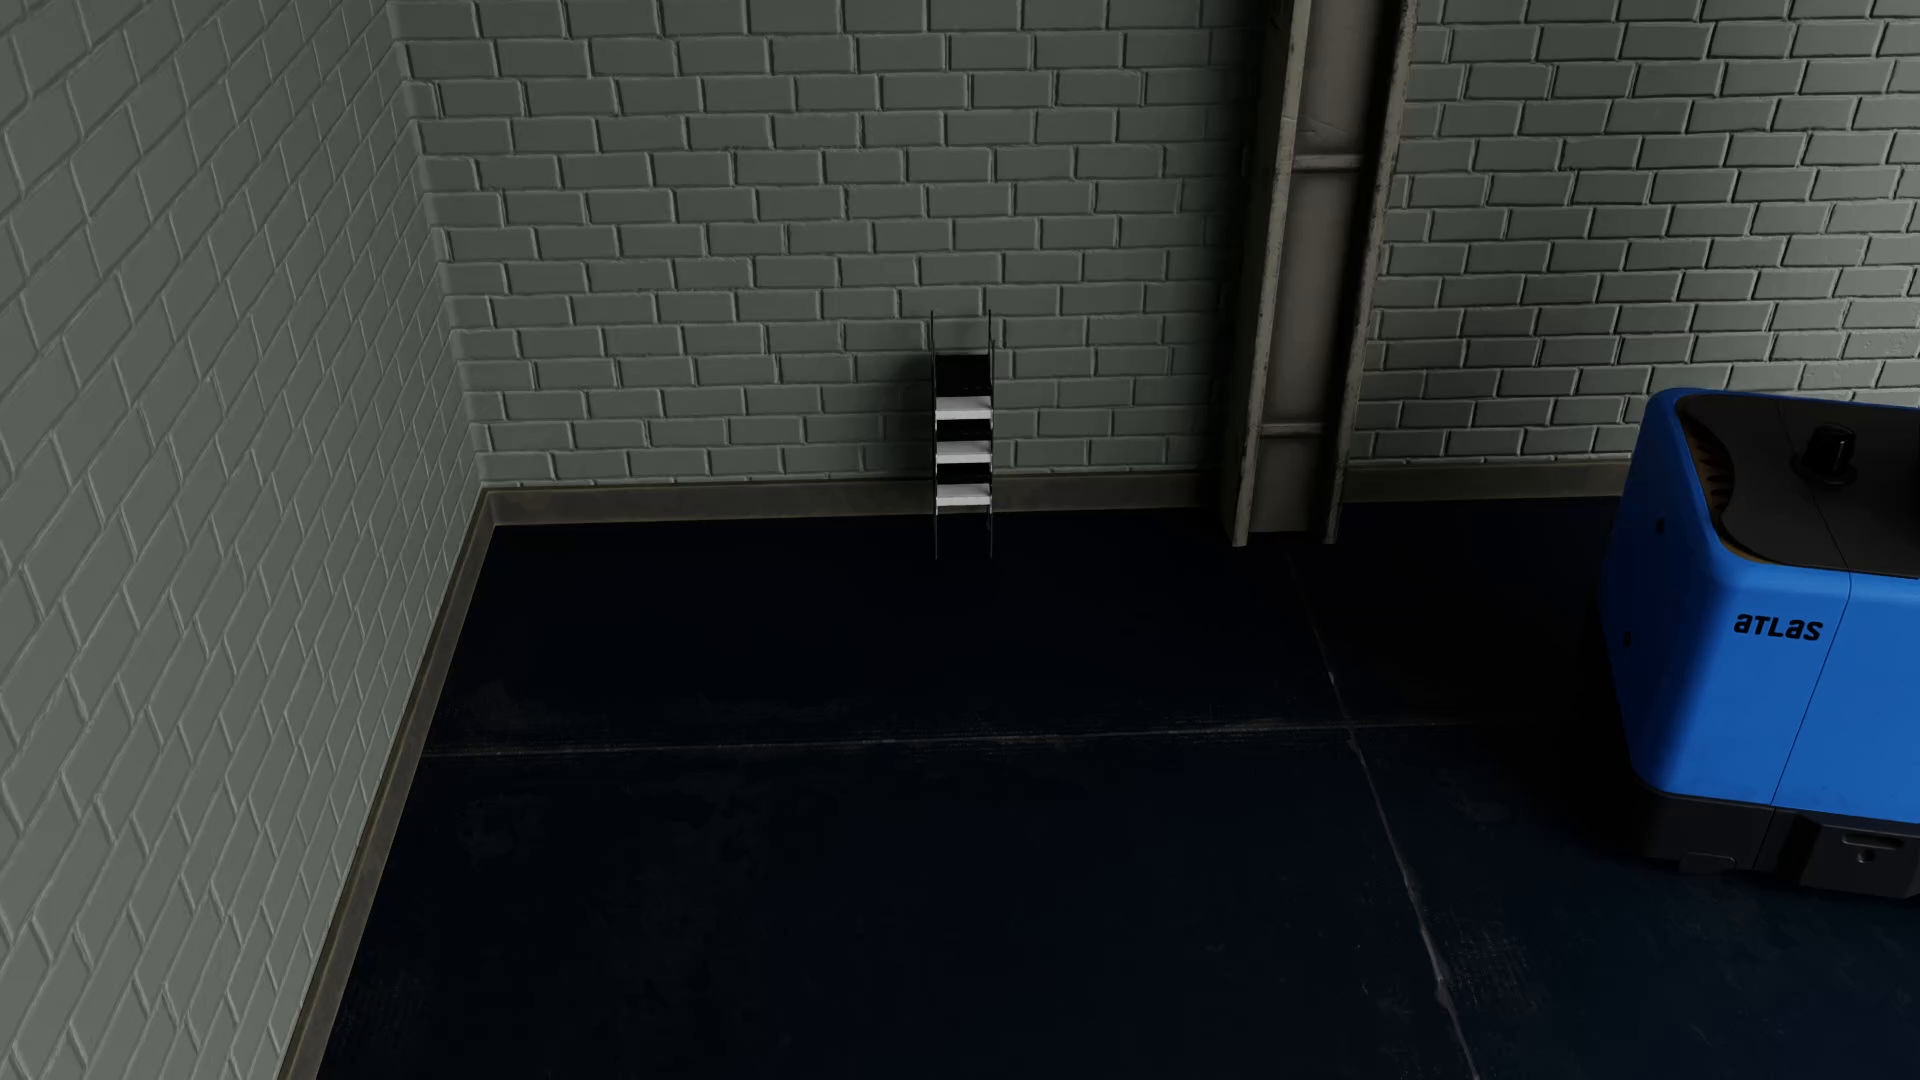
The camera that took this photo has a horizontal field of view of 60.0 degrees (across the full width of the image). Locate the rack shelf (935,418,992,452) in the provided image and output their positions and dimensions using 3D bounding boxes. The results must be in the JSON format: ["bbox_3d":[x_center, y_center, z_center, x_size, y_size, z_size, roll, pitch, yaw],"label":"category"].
[{"bbox_3d":[0.008,-0.417,5.962,0.200,0.077,0.258,-2,35,-2],"label":"rack shelf"}]

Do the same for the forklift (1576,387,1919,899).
[{"bbox_3d":[3.477,-0.373,4.214,3.031,2.935,1.130,6,35,9],"label":"forklift"}]

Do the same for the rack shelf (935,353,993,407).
[{"bbox_3d":[0.008,-0.565,5.860,0.200,0.077,0.258,-2,35,-2],"label":"rack shelf"}]

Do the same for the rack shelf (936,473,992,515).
[{"bbox_3d":[0.008,-0.195,6.116,0.200,0.077,0.258,-2,35,-2],"label":"rack shelf"}]

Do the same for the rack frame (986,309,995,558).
[{"bbox_3d":[0.110,-0.373,5.998,0.006,0.900,0.240,-2,35,-2],"label":"rack frame"}]

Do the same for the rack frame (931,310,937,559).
[{"bbox_3d":[-0.093,-0.367,5.990,0.006,0.900,0.240,-2,35,-2],"label":"rack frame"}]

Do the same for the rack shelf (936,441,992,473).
[{"bbox_3d":[0.008,-0.343,6.013,0.200,0.077,0.258,-2,35,-2],"label":"rack shelf"}]

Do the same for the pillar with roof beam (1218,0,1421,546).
[{"bbox_3d":[1.408,-1.322,0.253,0.400,9.000,9.100,-2,35,-2],"label":"pillar with roof beam"}]

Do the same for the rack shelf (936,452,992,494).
[{"bbox_3d":[0.008,-0.269,6.064,0.200,0.077,0.258,-2,35,-2],"label":"rack shelf"}]

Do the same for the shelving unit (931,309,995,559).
[{"bbox_3d":[0.008,-0.370,5.994,0.210,0.900,0.258,-2,35,-2],"label":"shelving unit"}]

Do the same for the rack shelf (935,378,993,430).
[{"bbox_3d":[0.008,-0.491,5.911,0.200,0.077,0.258,-2,35,-2],"label":"rack shelf"}]
